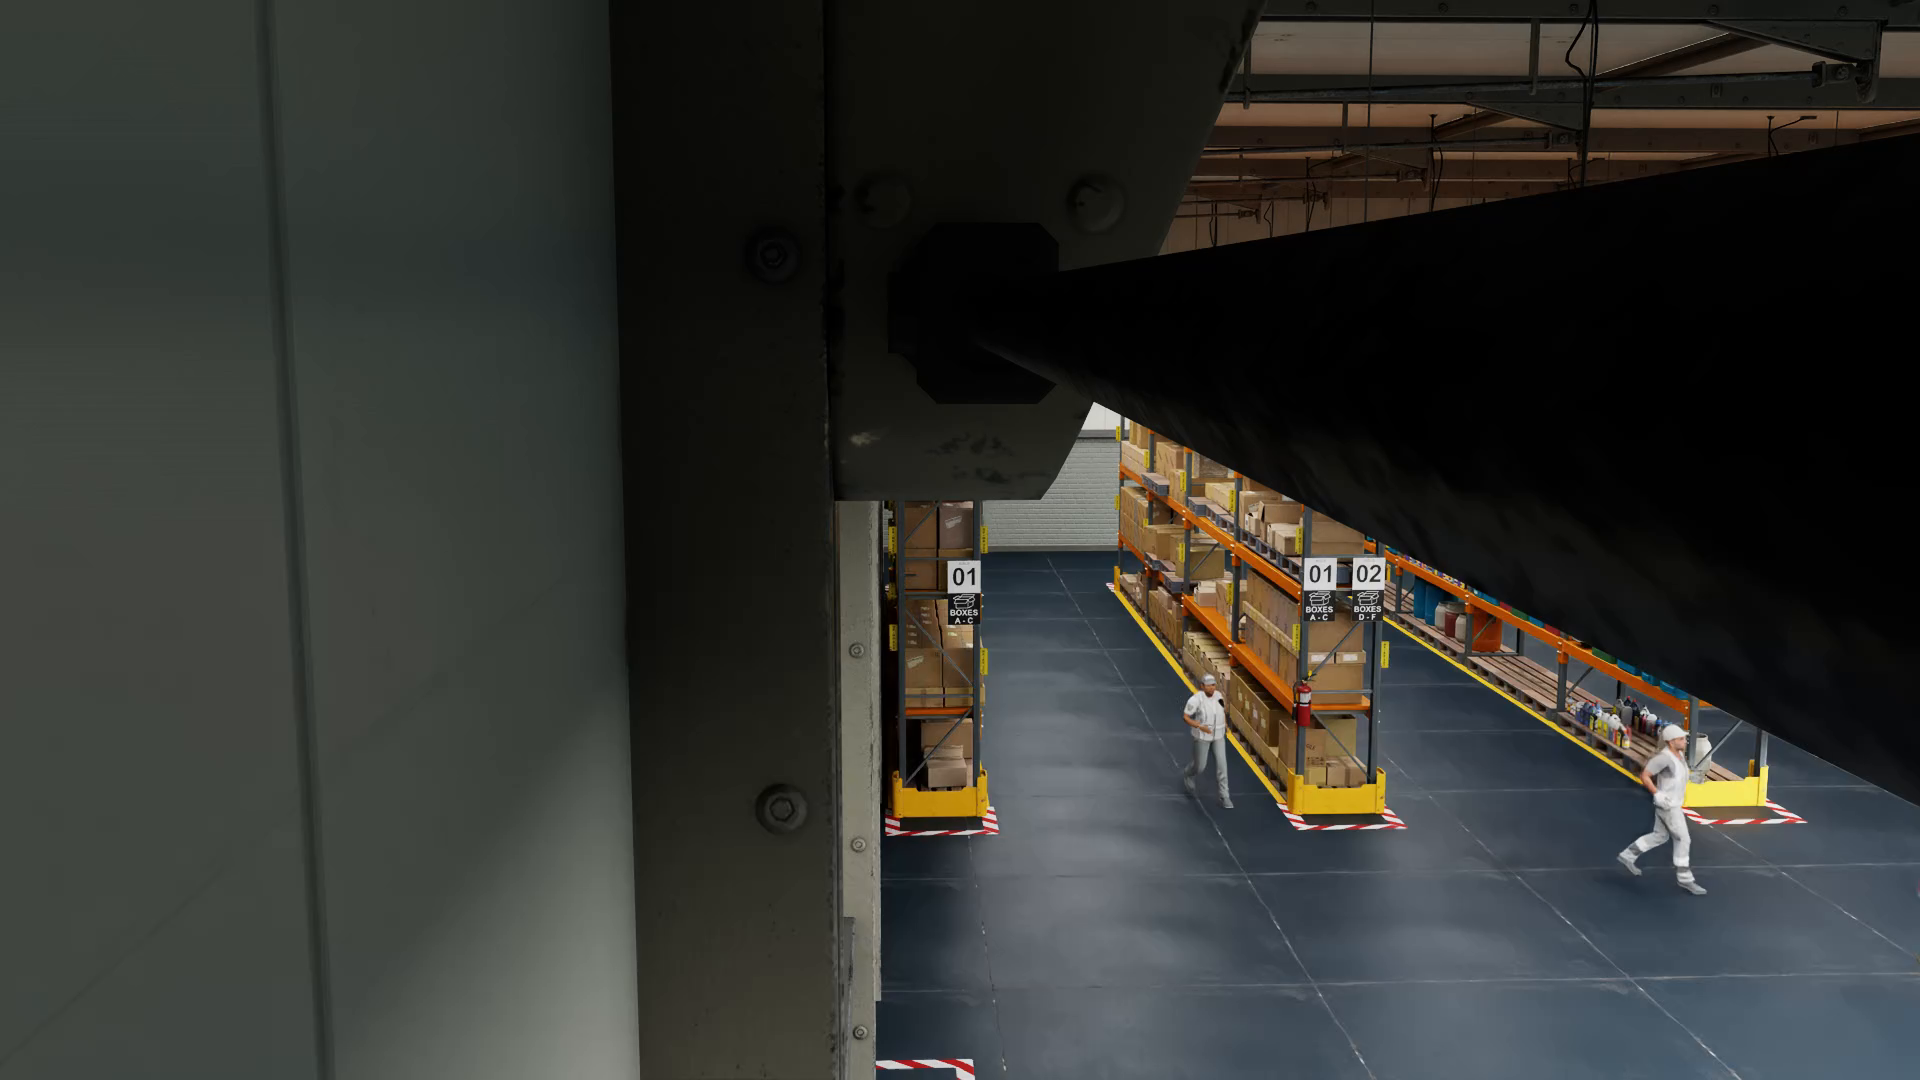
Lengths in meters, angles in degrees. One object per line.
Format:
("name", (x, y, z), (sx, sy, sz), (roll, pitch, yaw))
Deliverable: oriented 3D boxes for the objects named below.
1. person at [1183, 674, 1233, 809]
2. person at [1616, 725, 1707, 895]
("person", (3.117, 2.490, 21.019), (0.657, 1.658, 0.898), (-3, 9, -22))
("person", (7.633, 2.867, 17.979), (0.929, 1.802, 0.634), (5, 9, 29))
